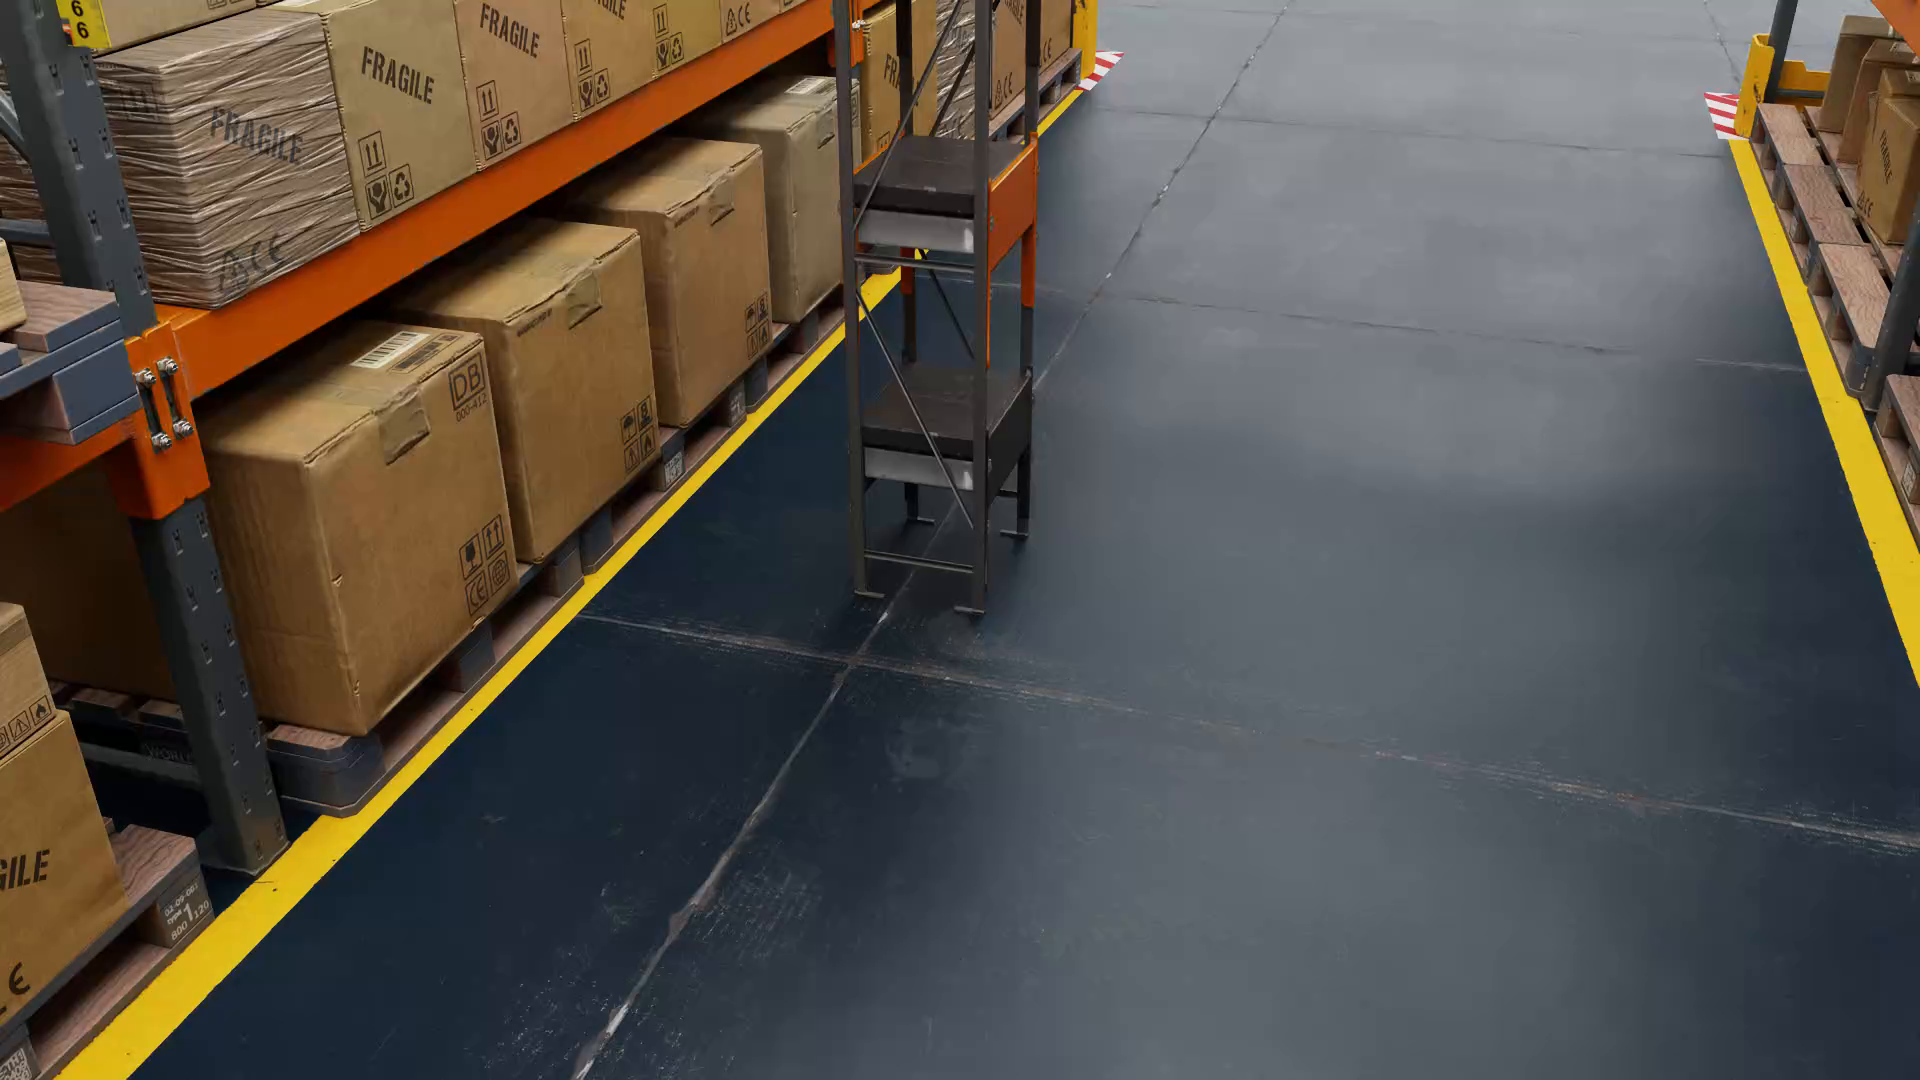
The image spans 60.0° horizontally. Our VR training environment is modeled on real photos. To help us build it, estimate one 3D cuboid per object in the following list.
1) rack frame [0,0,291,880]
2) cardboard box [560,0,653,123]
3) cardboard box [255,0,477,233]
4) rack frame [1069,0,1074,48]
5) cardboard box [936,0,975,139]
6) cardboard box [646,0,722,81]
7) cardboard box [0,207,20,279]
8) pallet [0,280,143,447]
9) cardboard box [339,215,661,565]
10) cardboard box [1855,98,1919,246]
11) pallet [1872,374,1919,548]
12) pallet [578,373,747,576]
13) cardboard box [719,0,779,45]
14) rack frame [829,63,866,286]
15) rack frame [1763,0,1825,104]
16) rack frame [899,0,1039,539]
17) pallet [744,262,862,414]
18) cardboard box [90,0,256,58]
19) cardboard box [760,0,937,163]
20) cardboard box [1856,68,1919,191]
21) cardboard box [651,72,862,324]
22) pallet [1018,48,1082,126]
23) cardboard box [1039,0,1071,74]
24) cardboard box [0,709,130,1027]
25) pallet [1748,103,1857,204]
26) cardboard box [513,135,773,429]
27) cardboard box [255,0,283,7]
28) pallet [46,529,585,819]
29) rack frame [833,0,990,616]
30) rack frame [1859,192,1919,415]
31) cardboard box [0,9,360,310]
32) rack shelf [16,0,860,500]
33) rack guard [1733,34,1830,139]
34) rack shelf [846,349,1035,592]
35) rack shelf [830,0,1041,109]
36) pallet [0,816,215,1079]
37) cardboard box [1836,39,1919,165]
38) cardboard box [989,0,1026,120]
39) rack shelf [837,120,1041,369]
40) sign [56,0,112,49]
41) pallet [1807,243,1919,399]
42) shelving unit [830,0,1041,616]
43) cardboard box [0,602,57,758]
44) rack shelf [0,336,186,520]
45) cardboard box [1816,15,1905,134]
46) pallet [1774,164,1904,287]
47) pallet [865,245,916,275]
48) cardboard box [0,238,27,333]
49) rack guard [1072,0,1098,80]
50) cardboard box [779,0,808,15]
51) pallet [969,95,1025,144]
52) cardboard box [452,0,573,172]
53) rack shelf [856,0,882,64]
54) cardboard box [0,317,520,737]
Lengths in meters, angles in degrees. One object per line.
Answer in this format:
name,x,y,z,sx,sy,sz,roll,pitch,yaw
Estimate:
rack frame,-2.082,-0.626,3.290,1.000,3.000,0.127,8,30,15
cardboard box,-1.249,-1.542,4.834,0.500,0.500,0.500,8,30,14
cardboard box,-1.546,-1.077,3.997,0.500,0.500,0.500,8,30,14
rack frame,0.266,-4.344,9.973,1.000,3.000,0.127,8,30,15
cardboard box,-0.395,-2.442,8.307,0.875,0.875,0.875,9,30,15
cardboard box,-1.102,-1.778,5.258,0.500,0.500,0.500,9,30,15
cardboard box,-2.206,-0.917,3.711,0.500,0.500,0.500,8,30,15
pallet,-2.189,-0.196,2.714,1.213,0.211,1.003,8,30,15
cardboard box,-1.564,-0.503,4.952,1.050,0.750,0.750,9,30,16
cardboard box,4.228,-1.569,7.124,0.500,0.500,0.500,6,30,10
pallet,3.577,-0.150,5.302,1.003,0.211,1.213,8,30,15
pallet,-1.419,-0.328,5.623,1.003,0.211,1.213,8,30,15
cardboard box,-0.954,-2.013,5.681,0.500,0.500,0.500,8,30,14
rack frame,-0.908,-2.485,6.632,1.000,3.000,0.127,8,30,15
rack frame,4.978,-3.589,8.616,1.000,3.000,0.127,8,30,15
rack frame,0.023,-0.954,4.805,0.400,2.100,0.015,8,30,15
pallet,-1.062,-0.897,6.646,1.003,0.211,1.213,8,30,15
cardboard box,-1.941,-1.314,3.395,0.700,0.500,0.500,8,30,15
cardboard box,-0.656,-2.022,7.553,0.875,0.875,0.875,9,30,16
cardboard box,4.434,-1.822,7.578,0.500,0.500,0.500,11,31,20
cardboard box,-1.004,-1.384,6.535,1.050,0.750,0.750,8,30,15
pallet,0.106,-2.743,9.963,1.003,0.211,1.213,8,30,15
cardboard box,0.130,-3.274,9.804,0.875,0.875,0.875,9,30,15
cardboard box,-2.025,0.626,3.179,0.500,0.500,0.500,8,30,15
pallet,4.684,-1.963,8.561,1.003,0.211,1.213,8,30,15
cardboard box,-1.291,-0.936,5.730,1.050,0.750,0.750,8,30,15
cardboard box,-1.793,-1.549,3.818,0.700,0.500,0.500,8,30,14
pallet,-1.778,0.237,4.607,1.003,0.211,1.213,8,30,15
rack frame,-0.120,-0.727,4.397,0.400,2.100,0.015,8,30,15
rack frame,3.804,-1.730,5.275,1.000,3.000,0.127,8,30,15
cardboard box,-1.692,-0.840,3.571,0.500,0.500,0.500,9,30,15
rack shelf,-1.495,-1.241,5.136,1.077,0.370,4.000,8,30,15
rack guard,4.956,-2.462,9.161,1.175,0.500,0.348,8,30,15
rack shelf,-0.049,-0.217,4.948,0.431,0.518,0.480,8,30,15
rack shelf,-0.049,-1.440,4.268,0.431,0.518,0.480,8,30,15
pallet,-2.313,0.955,3.315,1.003,0.211,1.213,8,30,15
cardboard box,4.636,-2.110,8.096,0.500,0.500,0.500,17,33,28
cardboard box,-0.126,-2.865,9.069,0.875,0.875,0.875,8,30,14
rack shelf,-0.049,-0.829,4.608,0.431,0.518,0.480,8,30,15
sign,-1.560,-1.024,2.896,0.100,0.325,0.005,8,30,15
pallet,3.967,-0.829,6.523,1.003,0.211,1.213,8,30,15
shelving unit,-0.049,-0.841,4.601,0.431,2.100,0.503,8,30,15
cardboard box,-2.032,0.310,2.975,0.500,0.250,0.500,8,30,14
rack shelf,-2.669,0.618,1.794,1.077,0.370,4.000,8,30,15
cardboard box,4.779,-2.393,8.605,0.500,0.500,0.500,14,32,24
pallet,4.324,-1.398,7.545,1.003,0.211,1.213,8,30,15
pallet,-0.610,-1.609,7.925,1.003,0.211,1.213,8,30,15
cardboard box,-1.787,-0.405,2.719,0.380,0.149,0.250,9,30,16
rack guard,0.273,-3.263,10.601,1.175,0.500,0.348,8,30,15
cardboard box,-0.805,-2.248,6.103,0.500,0.500,0.500,8,30,15
pallet,-0.254,-2.177,8.947,1.003,0.211,1.213,8,30,15
cardboard box,-1.397,-1.311,4.418,0.500,0.500,0.500,8,30,15
rack shelf,-0.321,-3.100,8.477,1.077,0.370,4.000,8,30,15
cardboard box,-1.817,-0.097,4.220,1.050,0.750,0.750,8,30,14
